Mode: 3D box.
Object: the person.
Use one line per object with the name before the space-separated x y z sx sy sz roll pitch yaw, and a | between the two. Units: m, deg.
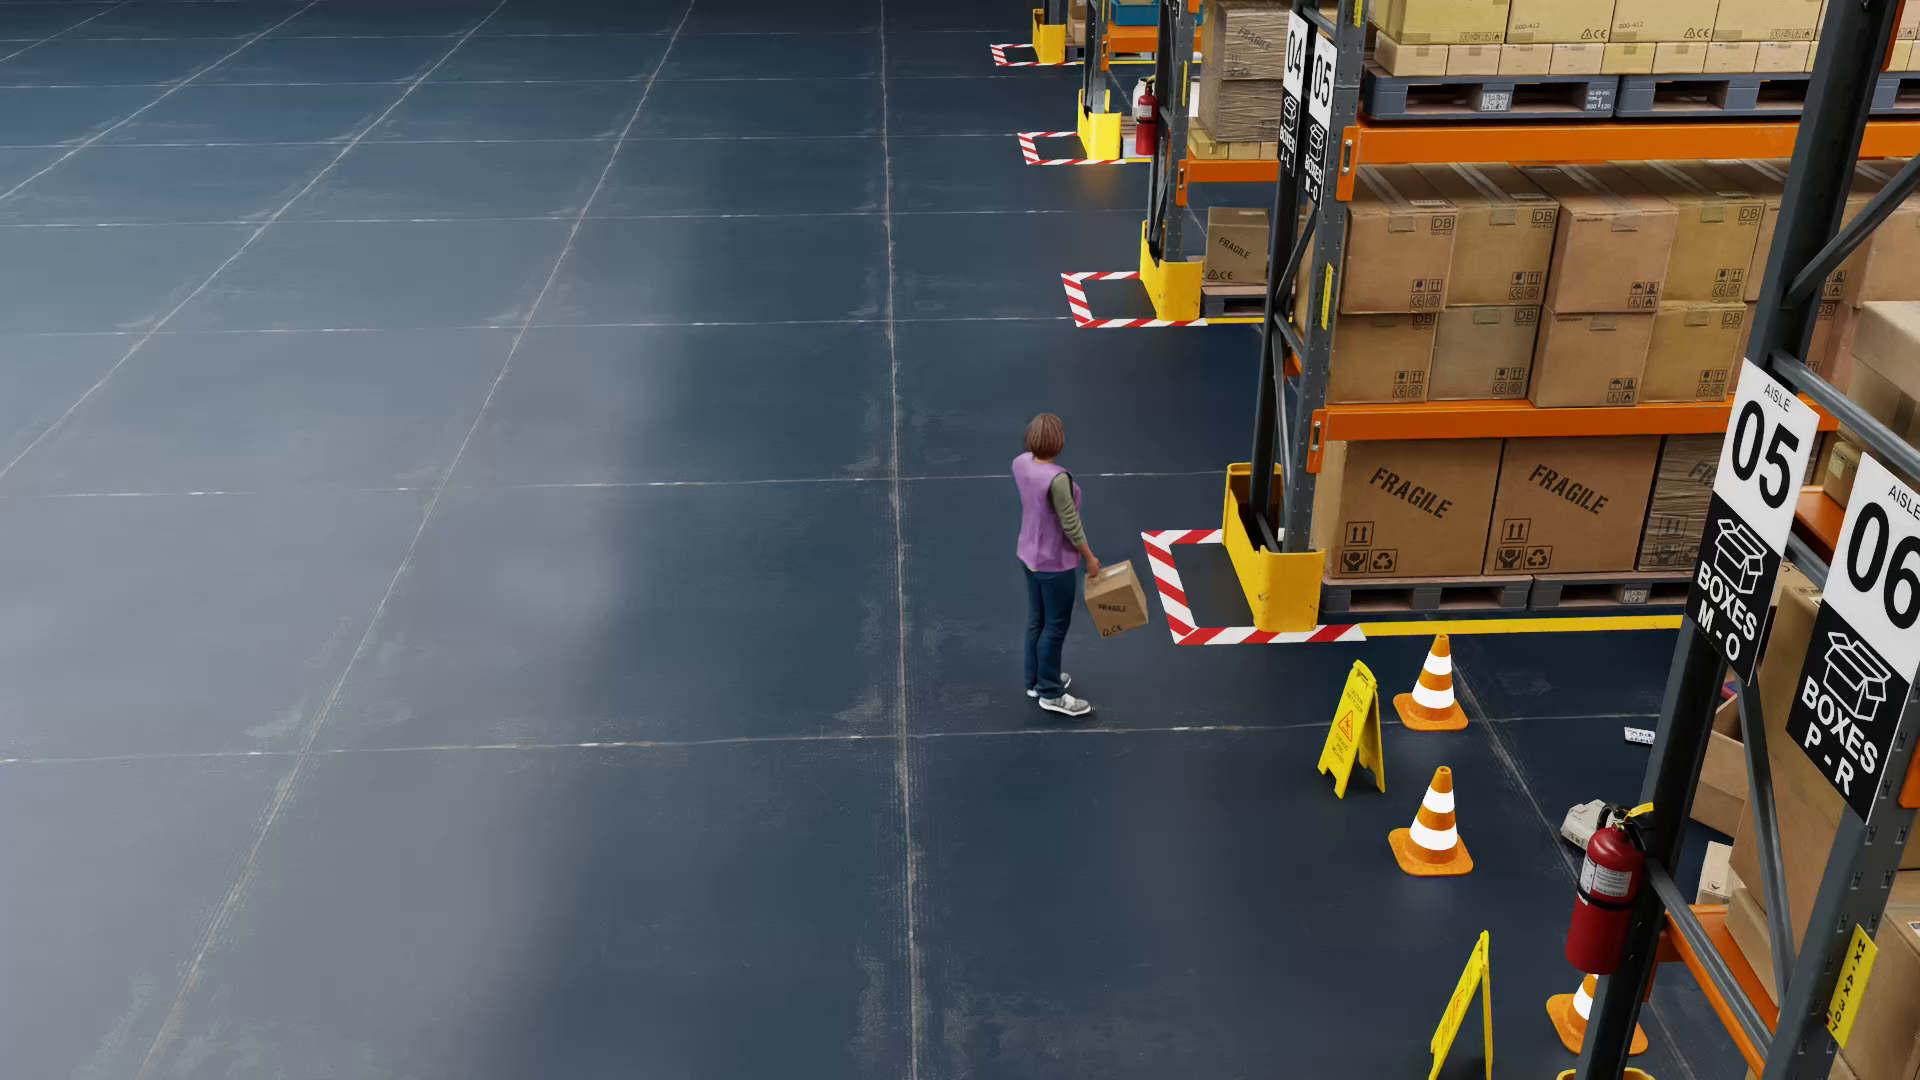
person | 0.491 0.108 8.401 0.359 1.605 0.499 -15 31 -26
